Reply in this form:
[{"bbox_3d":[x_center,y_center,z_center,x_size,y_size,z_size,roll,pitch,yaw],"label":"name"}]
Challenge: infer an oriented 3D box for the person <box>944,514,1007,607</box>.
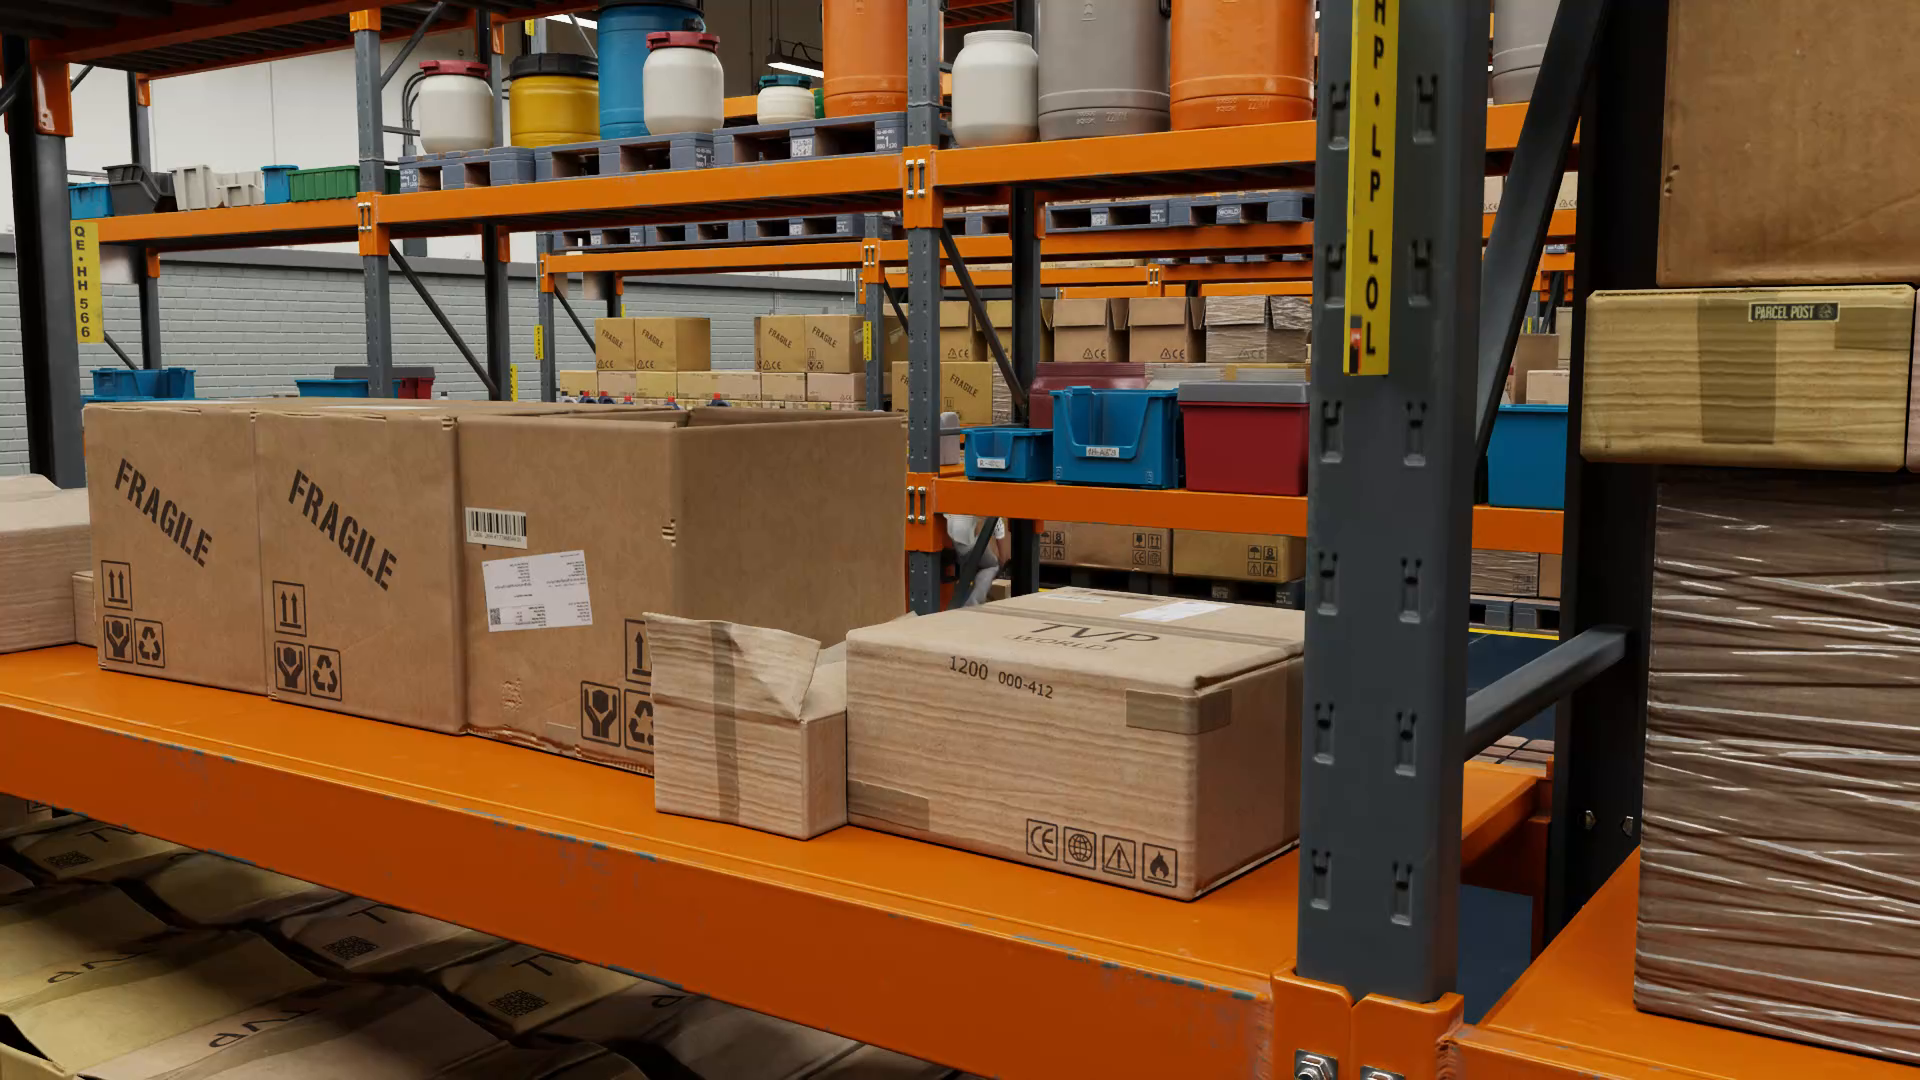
[{"bbox_3d":[0.026,0.020,11.535,0.461,1.143,0.725,4,8,33],"label":"person"}]
